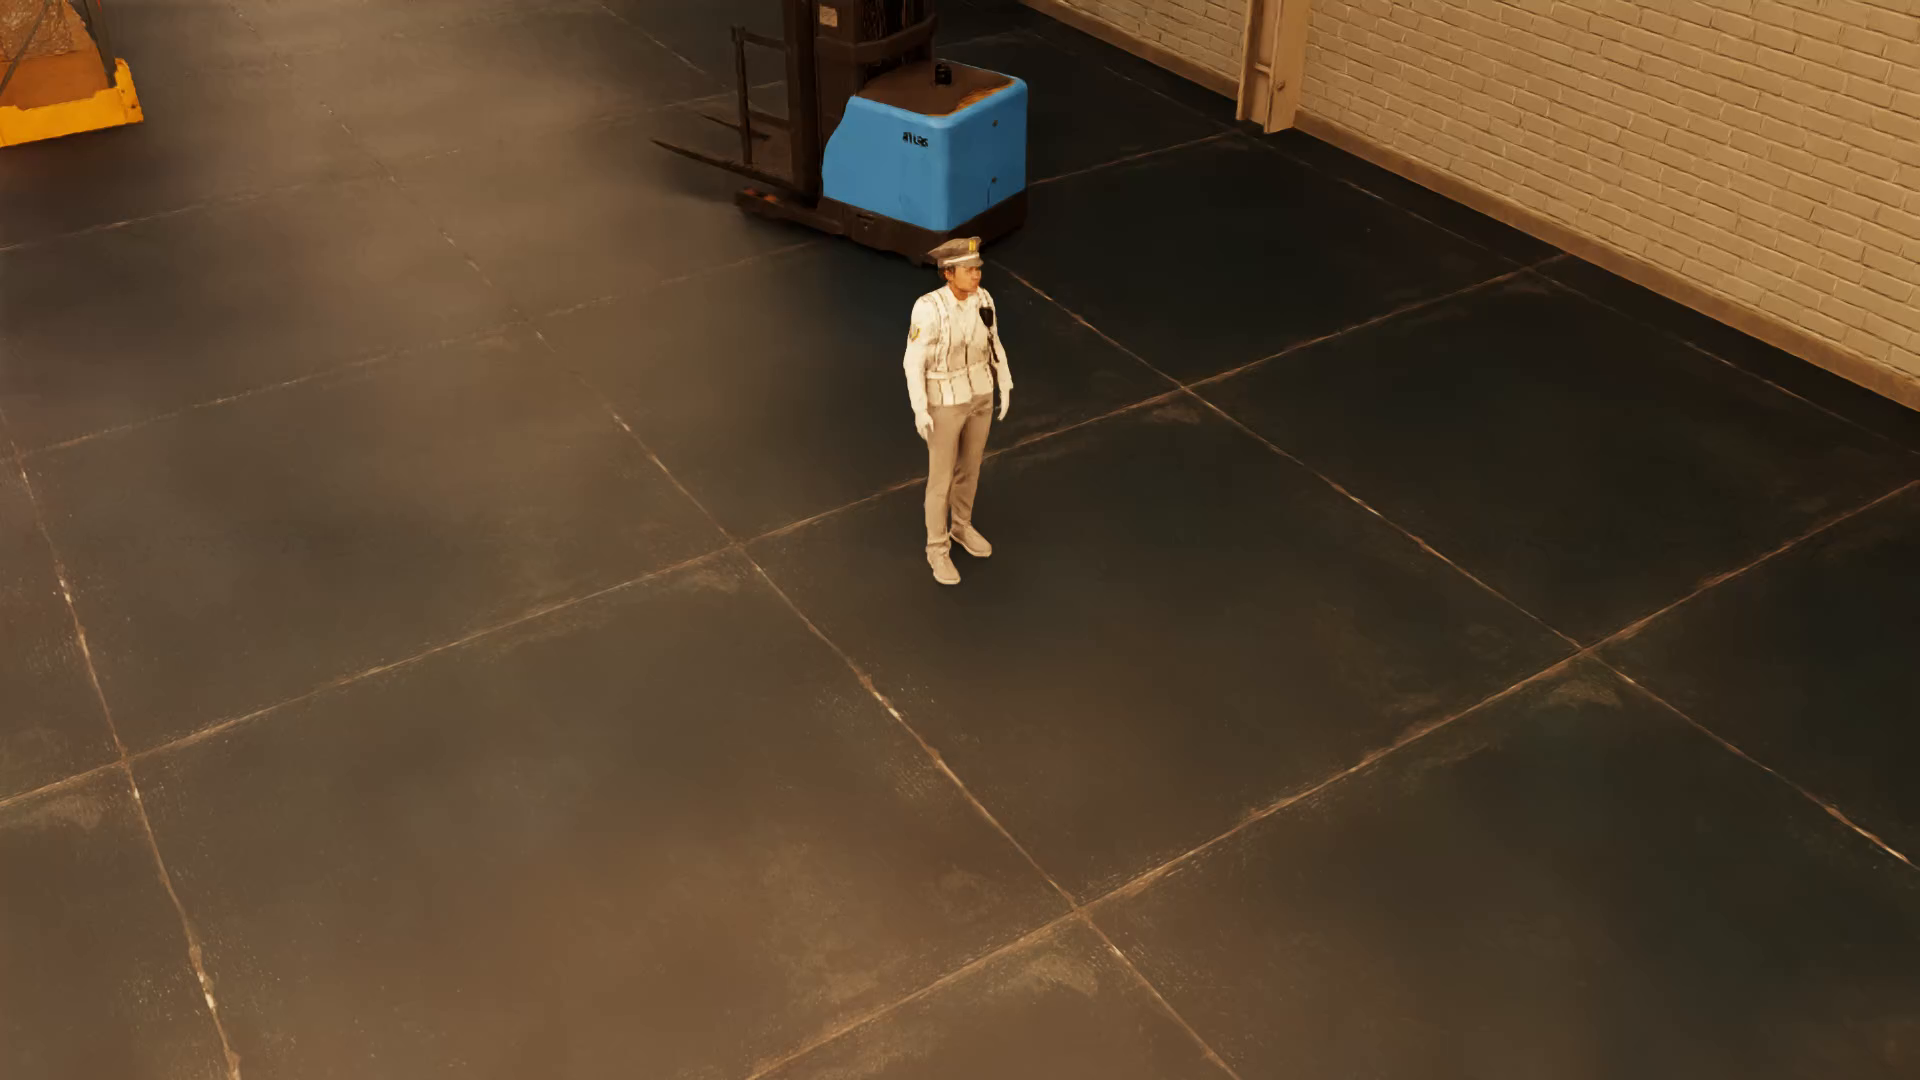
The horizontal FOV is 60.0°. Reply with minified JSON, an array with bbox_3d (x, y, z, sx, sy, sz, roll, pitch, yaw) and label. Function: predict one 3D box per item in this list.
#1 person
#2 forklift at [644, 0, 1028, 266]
[{"bbox_3d":[0.031,-0.663,8.157,0.586,1.692,0.533,-21,40,-27],"label":"person"},{"bbox_3d":[-1.007,-3.731,11.457,3.031,2.935,1.130,23,41,29],"label":"forklift"}]
